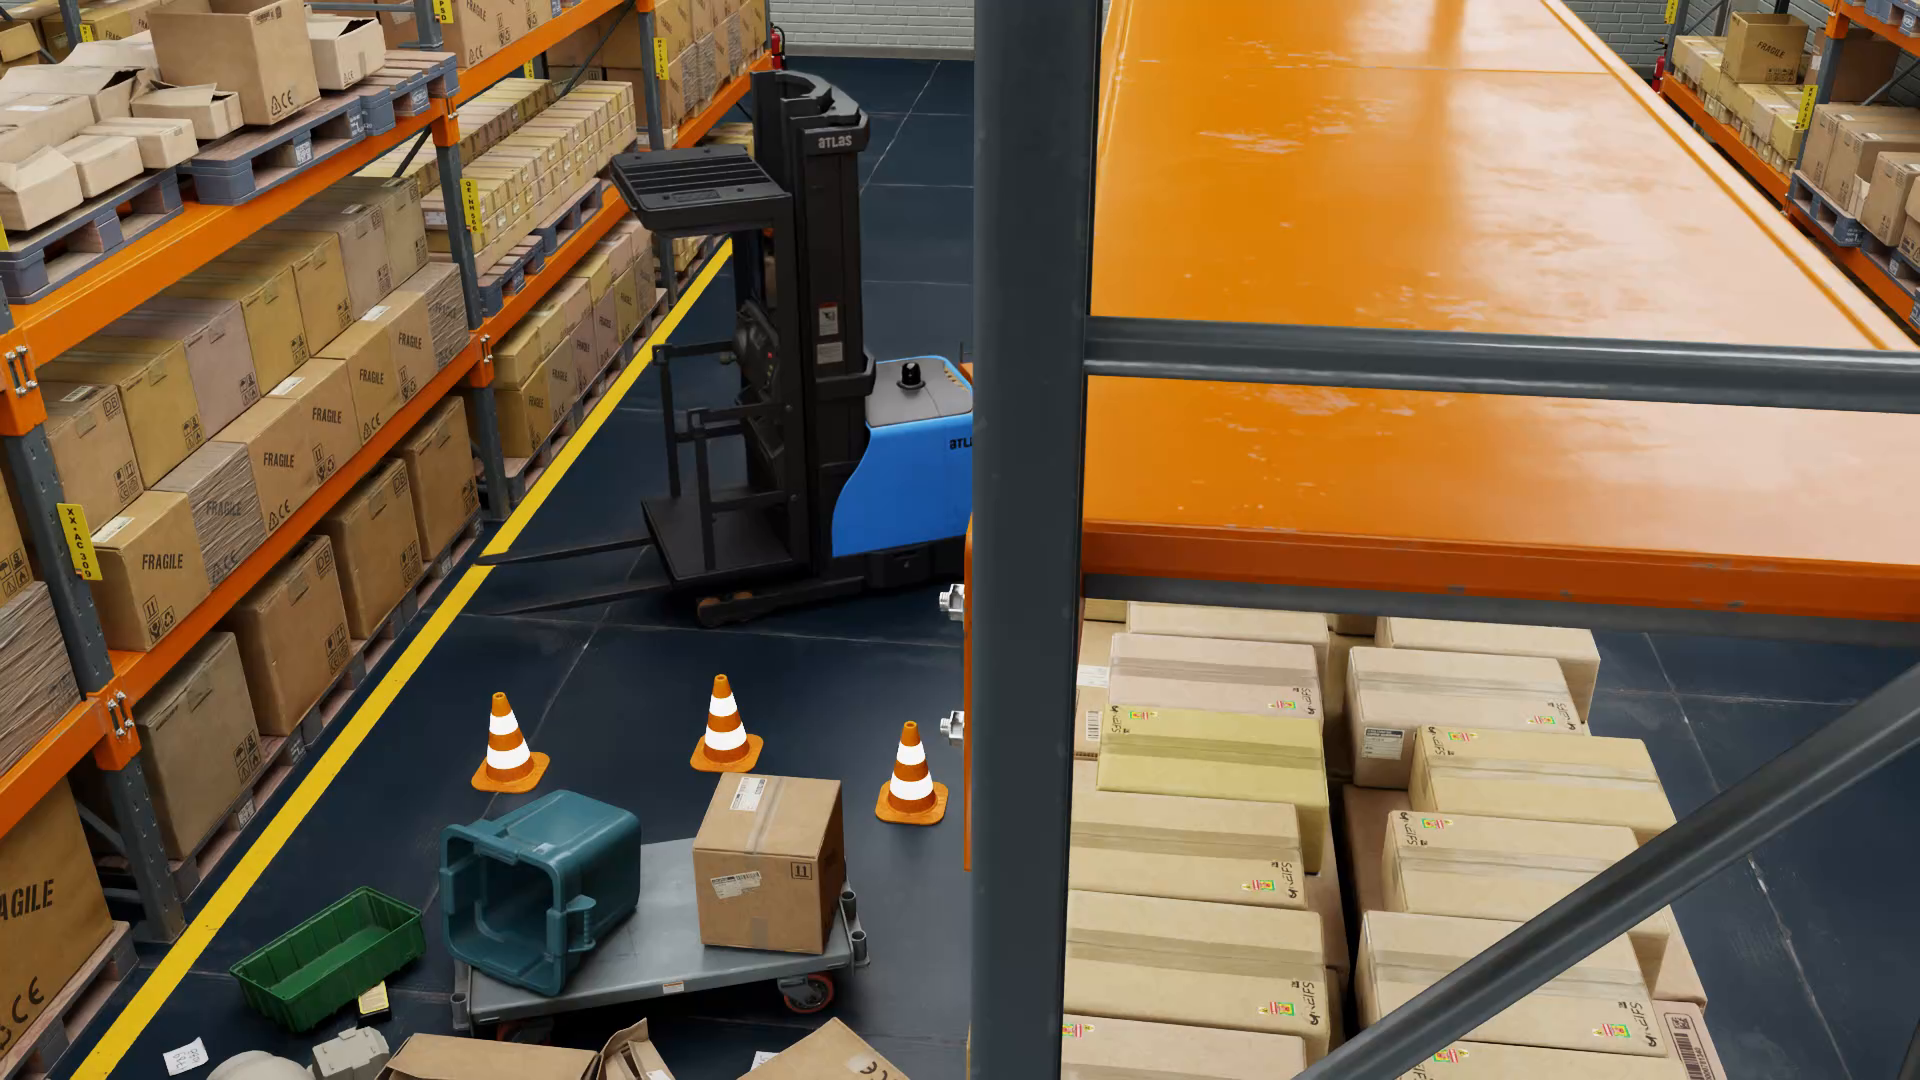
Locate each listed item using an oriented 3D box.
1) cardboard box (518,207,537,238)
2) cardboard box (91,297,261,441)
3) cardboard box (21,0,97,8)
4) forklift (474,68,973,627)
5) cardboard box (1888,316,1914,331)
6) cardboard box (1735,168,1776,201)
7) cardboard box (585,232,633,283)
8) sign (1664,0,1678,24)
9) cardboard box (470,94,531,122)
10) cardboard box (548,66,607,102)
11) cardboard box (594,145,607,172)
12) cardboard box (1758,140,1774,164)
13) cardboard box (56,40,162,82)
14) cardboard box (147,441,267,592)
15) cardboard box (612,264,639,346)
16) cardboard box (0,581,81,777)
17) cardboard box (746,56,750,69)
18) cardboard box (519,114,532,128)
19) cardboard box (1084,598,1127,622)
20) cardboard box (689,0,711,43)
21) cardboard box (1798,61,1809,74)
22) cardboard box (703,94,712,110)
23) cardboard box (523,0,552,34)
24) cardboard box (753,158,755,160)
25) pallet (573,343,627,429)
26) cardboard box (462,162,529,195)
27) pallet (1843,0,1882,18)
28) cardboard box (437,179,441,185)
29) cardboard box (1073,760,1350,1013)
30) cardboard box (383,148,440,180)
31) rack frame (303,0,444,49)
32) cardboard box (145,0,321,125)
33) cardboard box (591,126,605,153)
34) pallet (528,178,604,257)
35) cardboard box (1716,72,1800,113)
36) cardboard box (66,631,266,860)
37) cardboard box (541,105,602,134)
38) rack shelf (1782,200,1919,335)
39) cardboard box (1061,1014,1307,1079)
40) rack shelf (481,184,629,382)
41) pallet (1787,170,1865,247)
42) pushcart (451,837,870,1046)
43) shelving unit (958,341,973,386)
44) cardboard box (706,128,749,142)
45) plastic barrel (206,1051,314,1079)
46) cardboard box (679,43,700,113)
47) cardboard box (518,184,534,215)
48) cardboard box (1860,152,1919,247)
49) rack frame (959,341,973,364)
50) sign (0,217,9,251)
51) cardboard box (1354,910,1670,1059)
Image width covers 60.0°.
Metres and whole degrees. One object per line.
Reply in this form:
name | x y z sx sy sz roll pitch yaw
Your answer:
cardboard box | -3.080 -2.143 11.179 0.380 0.149 0.250 5 29 9
cardboard box | -3.744 -0.805 7.714 0.700 0.500 0.500 4 29 7
cardboard box | -7.995 -4.571 14.917 0.500 0.500 0.500 4 29 7
forklift | -1.341 -1.070 9.439 3.031 2.935 1.130 -10 30 -17
cardboard box | 6.504 -1.444 11.568 0.380 0.149 0.250 4 29 8
cardboard box | 7.088 -3.130 15.382 0.700 0.500 0.500 4 29 8
cardboard box | -2.858 -2.180 12.829 0.500 0.250 0.500 5 29 9
sign | 6.862 -5.141 16.009 0.100 0.325 0.005 3 28 6
cardboard box | -3.509 -3.298 12.695 0.380 0.149 0.250 4 29 7
cardboard box | -3.163 -3.791 13.998 0.500 0.500 0.500 3 28 6
cardboard box | -2.889 -2.891 12.567 0.380 0.149 0.250 2 28 4
cardboard box | 6.717 -3.147 13.486 0.380 0.149 0.250 4 29 8
cardboard box | -3.863 -2.194 7.835 0.500 0.311 0.500 3 28 5
cardboard box | -3.529 -0.120 7.497 0.500 0.500 0.500 4 29 7
cardboard box | -2.846 -1.852 13.010 0.500 0.500 0.500 3 28 5
cardboard box | -3.955 0.502 6.290 0.875 0.550 0.550 3 28 6
cardboard box | -2.295 -4.741 16.444 0.380 0.149 0.250 3 28 6
cardboard box | -3.507 -3.175 12.782 0.380 0.149 0.250 4 29 7
cardboard box | 0.416 0.055 3.538 0.380 0.149 0.250 4 29 7
cardboard box | -2.504 -4.666 14.567 0.500 0.500 0.500 4 29 7
cardboard box | 7.478 -4.086 14.808 0.500 0.250 0.500 4 29 8
cardboard box | -2.469 -3.999 15.067 0.380 0.149 0.250 5 29 8
cardboard box | -2.987 -3.579 10.754 0.500 0.500 0.500 3 28 6
cardboard box | -2.240 -3.798 16.992 0.380 0.149 0.250 4 29 8
pallet | -3.183 -1.202 12.551 1.003 0.211 1.213 3 28 6
cardboard box | -3.085 -2.398 11.026 0.380 0.149 0.250 2 28 4
pallet | 6.761 -3.780 11.432 1.213 0.211 1.003 3 28 6
cardboard box | -3.699 -2.438 11.414 0.380 0.149 0.250 3 28 6
cardboard box | 0.385 0.638 2.876 0.500 0.250 0.500 3 28 6
cardboard box | -3.697 -2.563 11.332 0.380 0.149 0.250 3 28 6
rack frame | -3.432 -4.130 8.721 1.000 3.000 0.127 3 28 6
cardboard box | -3.367 -2.248 7.737 0.500 0.500 0.500 3 28 6
cardboard box | -2.888 -3.009 12.473 0.380 0.149 0.250 2 28 5
pallet | -3.230 -2.339 11.924 1.003 0.211 1.213 3 28 6
cardboard box | 6.915 -3.877 14.421 0.500 0.250 0.500 3 28 5
cardboard box | -3.935 0.902 7.635 1.050 0.750 0.750 3 28 6
cardboard box | -2.895 -3.137 12.396 0.380 0.149 0.250 3 28 6
rack shelf | 6.665 -1.587 11.084 1.077 0.370 4.000 3 28 6
cardboard box | 0.262 0.779 2.195 0.380 0.149 0.250 4 29 7
rack shelf | -3.187 -2.114 12.062 1.077 0.370 4.000 3 28 6
pallet | 6.704 -2.391 12.020 1.003 0.211 1.213 3 28 6
pushcart | -1.266 1.679 7.028 1.648 0.377 0.936 -6 29 -11
shelving unit | 0.193 -0.611 10.411 0.258 1.200 0.503 -10 30 -18
cardboard box | -2.353 -4.068 16.866 0.380 0.149 0.250 4 29 7
plastic barrel | -2.538 2.151 6.103 0.421 0.421 0.512 -24 36 -37
cardboard box | -2.577 -3.999 14.383 0.500 0.500 0.500 3 28 6
cardboard box | -3.082 -2.283 11.125 0.380 0.149 0.250 3 29 6
cardboard box | 6.469 -2.246 11.001 0.700 0.500 0.500 3 28 6
rack frame | 0.107 -0.719 10.612 0.240 1.200 0.015 -10 30 -18
sign | -3.371 -1.158 5.738 0.100 0.325 0.005 3 28 6
cardboard box | 0.774 0.680 2.378 0.380 0.149 0.250 3 28 6
